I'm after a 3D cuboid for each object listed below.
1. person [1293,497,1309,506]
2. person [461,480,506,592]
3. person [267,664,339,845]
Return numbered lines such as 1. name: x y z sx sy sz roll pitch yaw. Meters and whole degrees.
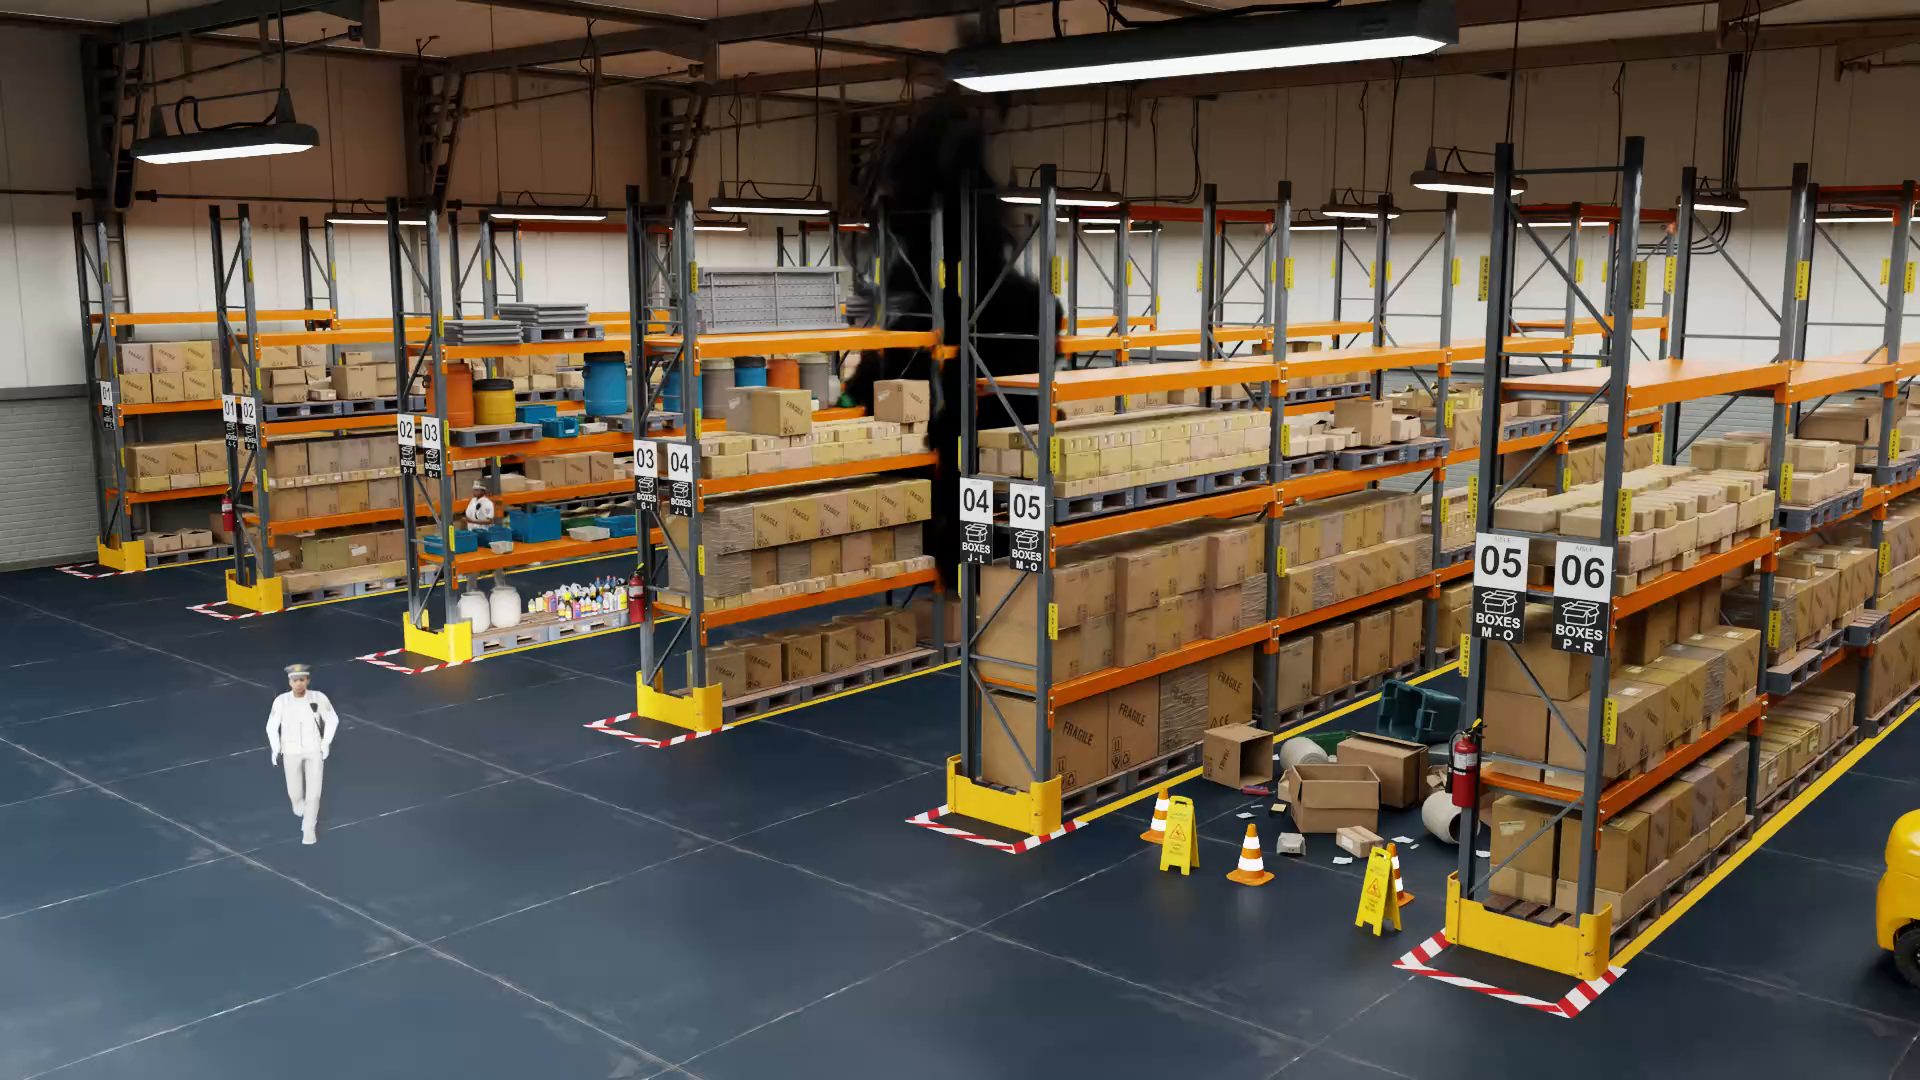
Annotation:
1. person: 4.692 0.300 22.787 0.579 1.805 0.720 9 13 42
2. person: -7.045 -0.004 24.454 0.547 1.788 0.740 5 11 27
3. person: -5.936 1.887 15.062 0.610 1.651 0.595 -3 10 -20
